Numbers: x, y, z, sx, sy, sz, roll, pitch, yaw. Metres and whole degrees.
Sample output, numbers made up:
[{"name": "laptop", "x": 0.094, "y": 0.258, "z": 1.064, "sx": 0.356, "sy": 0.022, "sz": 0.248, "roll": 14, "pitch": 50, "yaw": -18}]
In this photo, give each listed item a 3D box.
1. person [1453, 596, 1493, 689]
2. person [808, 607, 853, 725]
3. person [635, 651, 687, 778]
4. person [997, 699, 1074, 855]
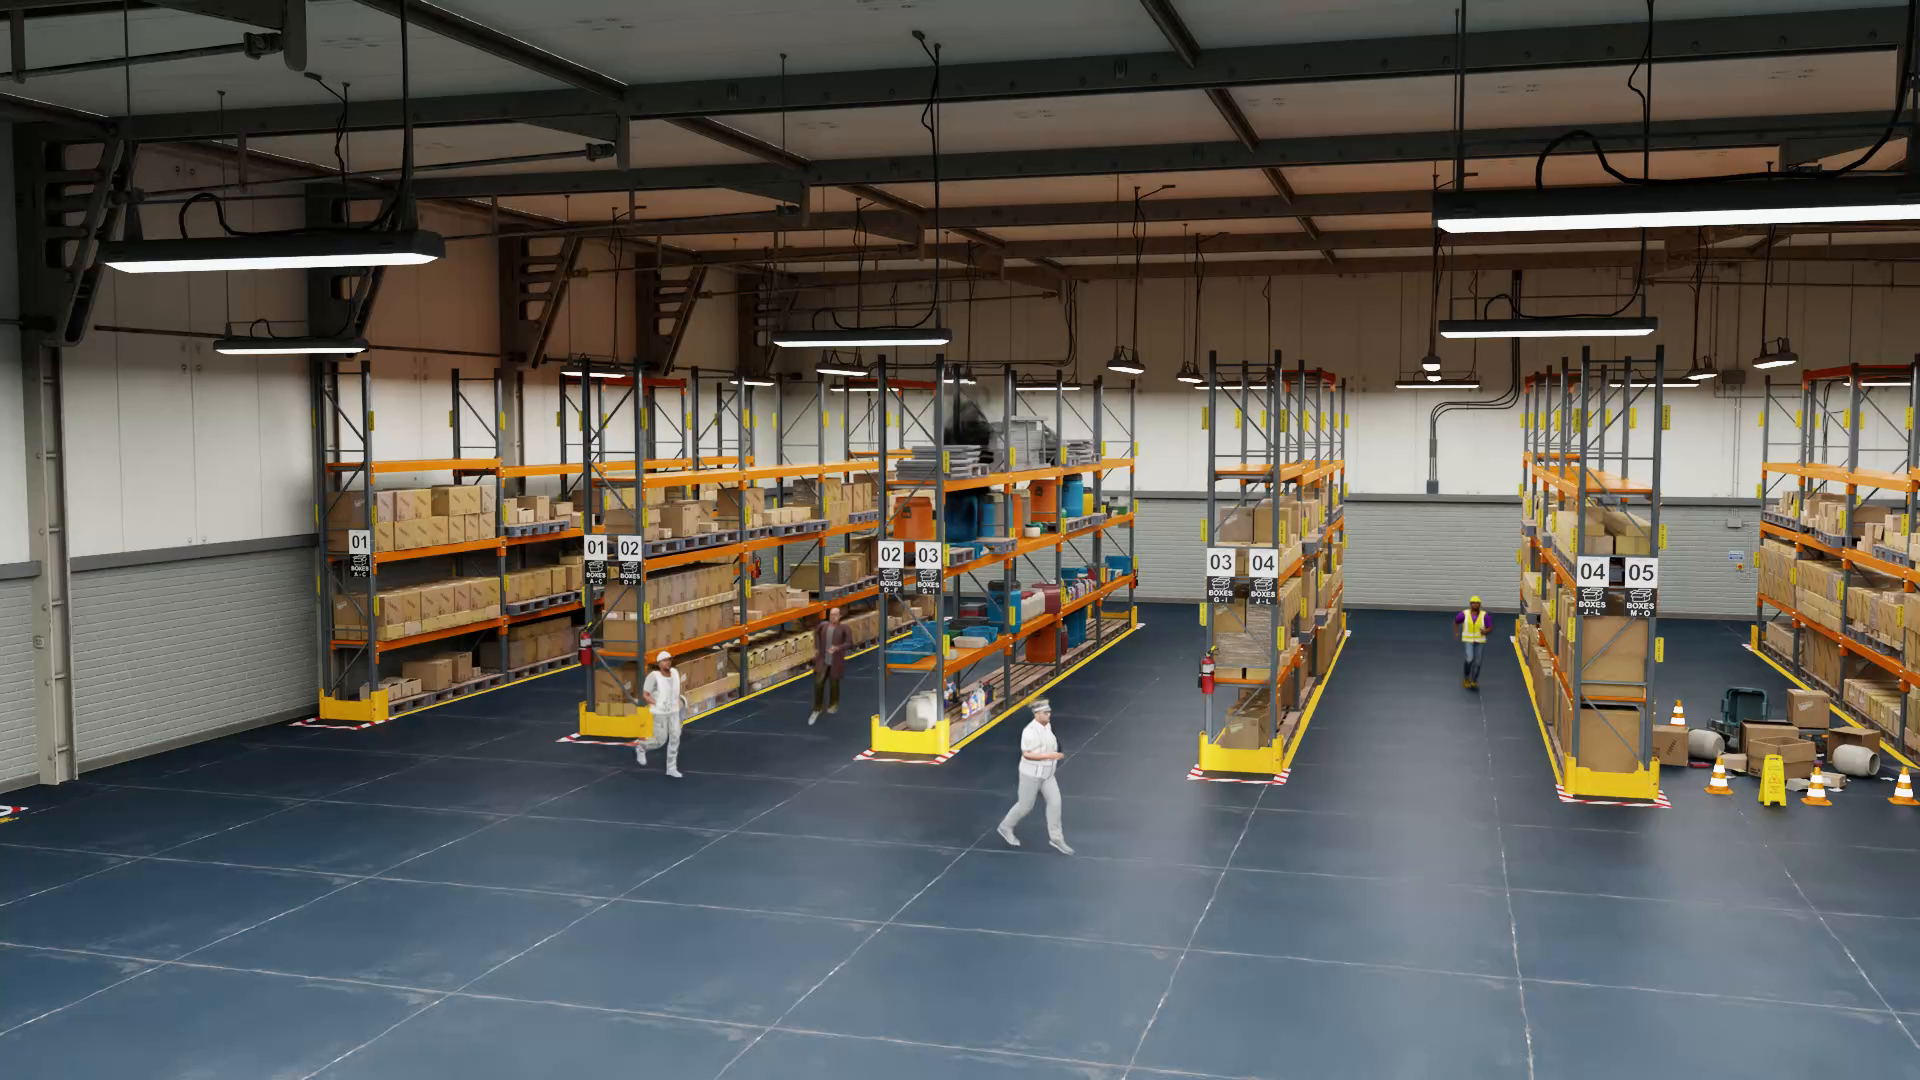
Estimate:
[{"name": "person", "x": 9.553, "y": 1.909, "z": 30.930, "sx": 0.676, "sy": 1.742, "sz": 0.673, "roll": 1, "pitch": 4, "yaw": 10}, {"name": "person", "x": -2.022, "y": 1.986, "z": 26.369, "sx": 0.693, "sy": 1.842, "sz": 0.826, "roll": 1, "pitch": 4, "yaw": 10}, {"name": "person", "x": -4.211, "y": 2.450, "z": 23.575, "sx": 0.840, "sy": 1.773, "sz": 0.688, "roll": 4, "pitch": 6, "yaw": 43}, {"name": "person", "x": 0.875, "y": 2.729, "z": 19.344, "sx": 0.937, "sy": 1.798, "sz": 0.621, "roll": 3, "pitch": 5, "yaw": 37}]
